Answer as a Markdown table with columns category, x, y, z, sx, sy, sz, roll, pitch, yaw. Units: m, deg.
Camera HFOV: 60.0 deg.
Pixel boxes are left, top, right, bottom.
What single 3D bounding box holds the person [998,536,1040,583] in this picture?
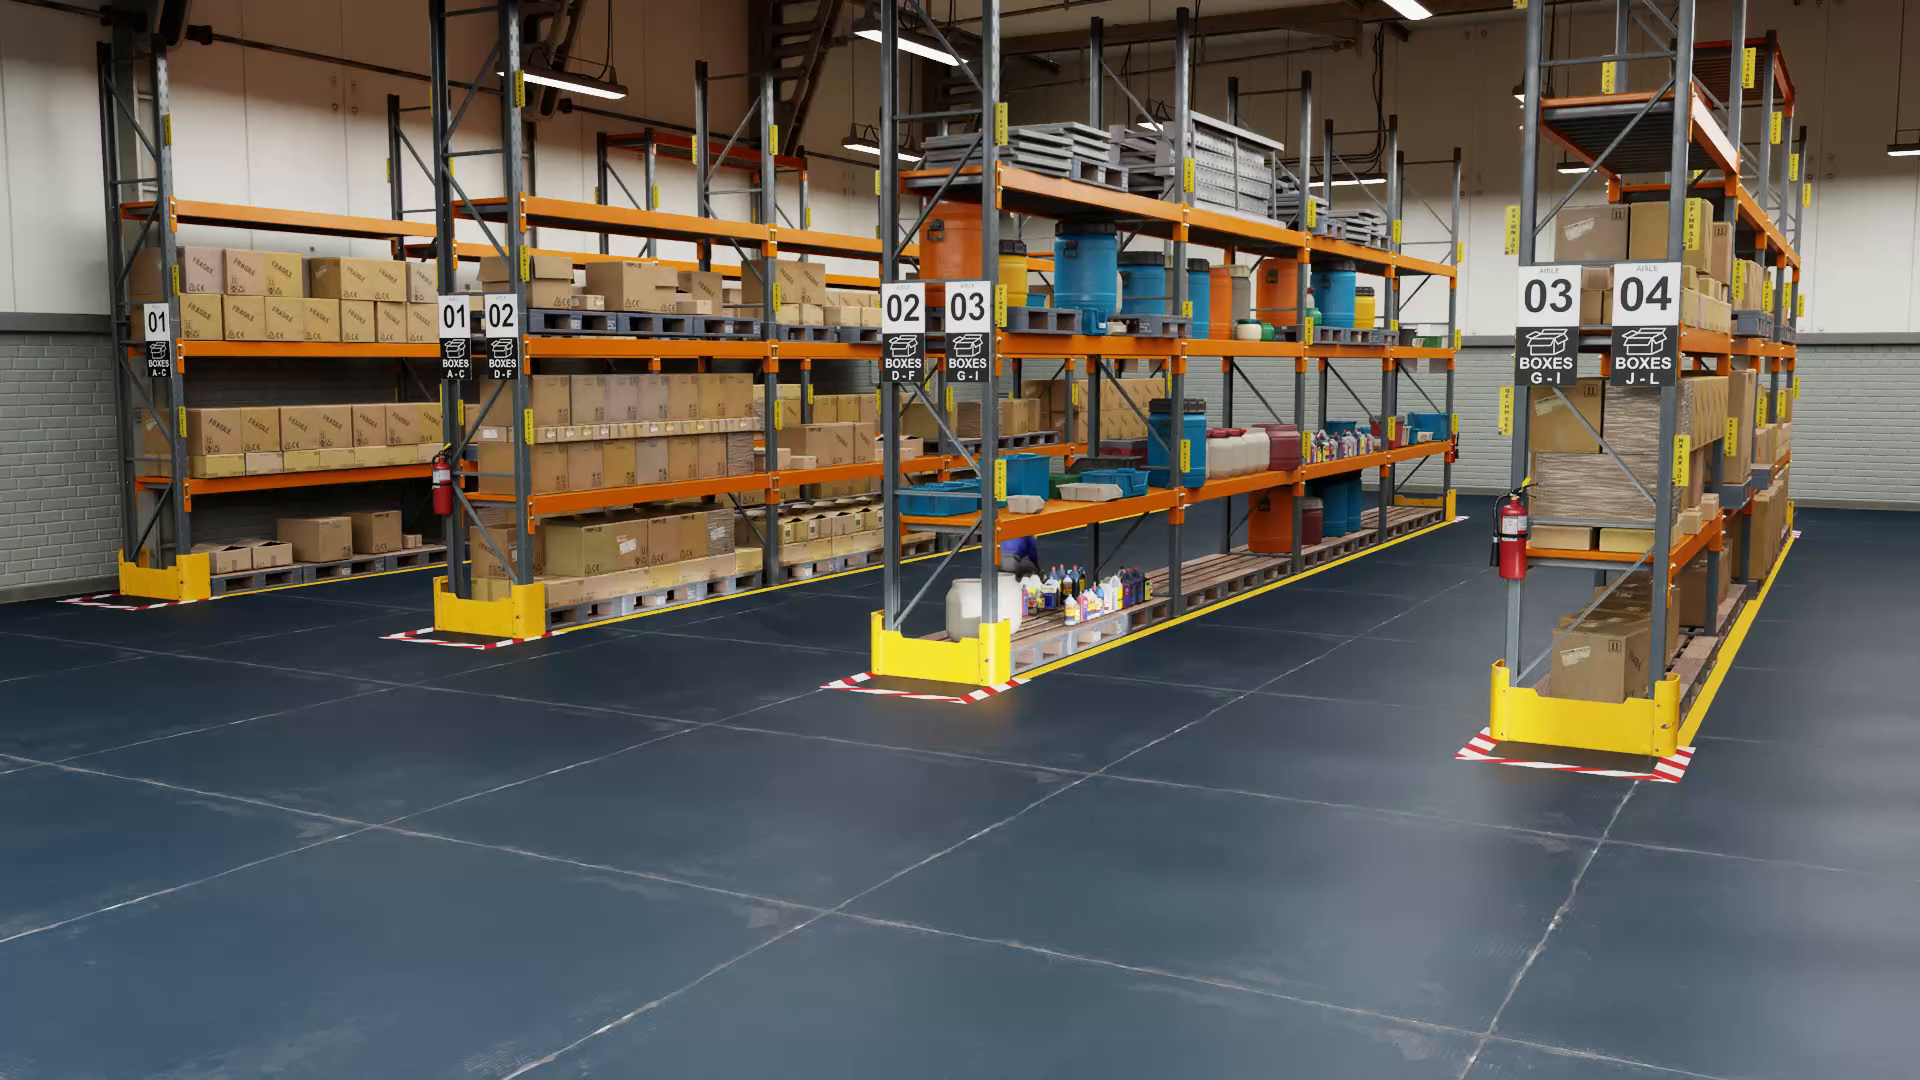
| category | x | y | z | sx | sy | sz | roll | pitch | yaw |
| --- | --- | --- | --- | --- | --- | --- | --- | --- | --- |
| person | 0.612 | 0.238 | 18.312 | 0.480 | 0.810 | 0.813 | 3 | 7 | 29 |
